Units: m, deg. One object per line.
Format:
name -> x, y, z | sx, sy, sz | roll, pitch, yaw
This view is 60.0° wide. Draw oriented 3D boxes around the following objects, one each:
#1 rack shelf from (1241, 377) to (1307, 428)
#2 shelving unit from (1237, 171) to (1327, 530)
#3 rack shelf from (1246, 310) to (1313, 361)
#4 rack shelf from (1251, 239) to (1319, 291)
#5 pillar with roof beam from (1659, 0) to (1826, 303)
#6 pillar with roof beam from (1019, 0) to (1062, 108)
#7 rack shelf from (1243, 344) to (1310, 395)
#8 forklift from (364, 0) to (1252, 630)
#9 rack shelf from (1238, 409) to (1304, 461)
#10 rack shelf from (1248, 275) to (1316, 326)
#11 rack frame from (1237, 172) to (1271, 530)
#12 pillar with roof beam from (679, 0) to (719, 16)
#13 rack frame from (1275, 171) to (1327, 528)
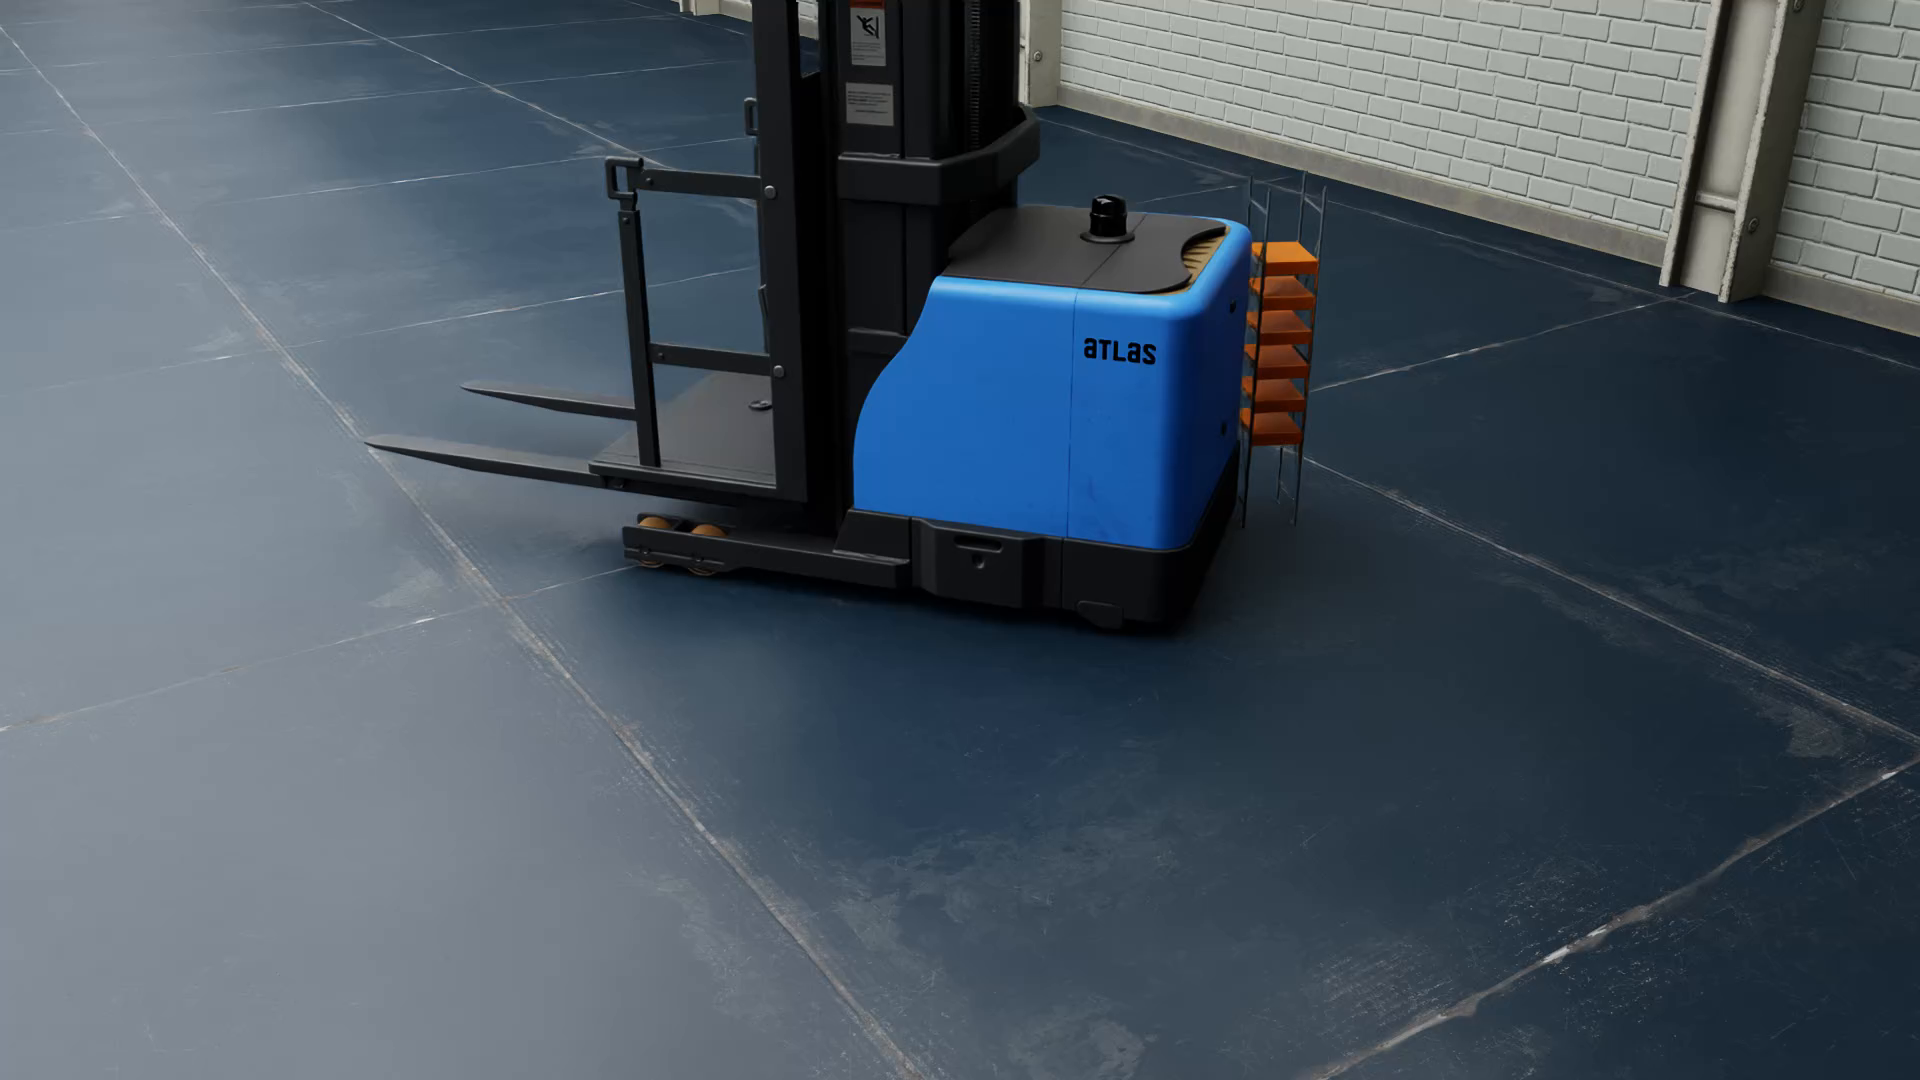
rack shelf -> 1.072, -0.484, 5.755 | 0.180, 0.103, 0.258 | -3, 25, -5
shelving unit -> 1.071, -0.633, 5.685 | 0.189, 1.200, 0.258 | -3, 25, -5
rack shelf -> 1.071, -0.701, 5.652 | 0.180, 0.103, 0.258 | -3, 25, -5
rack shelf -> 1.071, -0.918, 5.550 | 0.180, 0.103, 0.258 | -3, 25, -5
pillar with roof beam -> 0.212, -4.344, 4.411 | 9.100, 9.000, 0.400 | -16, 29, -30
pillar with roof beam -> -3.063, -6.490, 8.957 | 9.100, 9.000, 0.400 | -16, 29, -30
rack shelf -> 1.072, -0.593, 5.704 | 0.180, 0.103, 0.258 | -3, 25, -5
forklift -> -0.604, -1.410, 5.304 | 3.031, 2.935, 1.130 | 8, 26, 16
rack shelf -> 1.072, -0.376, 5.806 | 0.180, 0.103, 0.258 | -3, 25, -5
rack shelf -> 1.071, -0.810, 5.601 | 0.180, 0.103, 0.258 | -3, 25, -5
rack frame -> 0.980, -0.629, 5.676 | 0.006, 1.200, 0.240 | -3, 25, -5
pillar with roof beam -> -6.339, -8.636, 13.503 | 9.100, 9.000, 0.400 | -16, 29, -30
rack frame -> 1.162, -0.637, 5.693 | 0.006, 1.200, 0.240 | -3, 25, -5
